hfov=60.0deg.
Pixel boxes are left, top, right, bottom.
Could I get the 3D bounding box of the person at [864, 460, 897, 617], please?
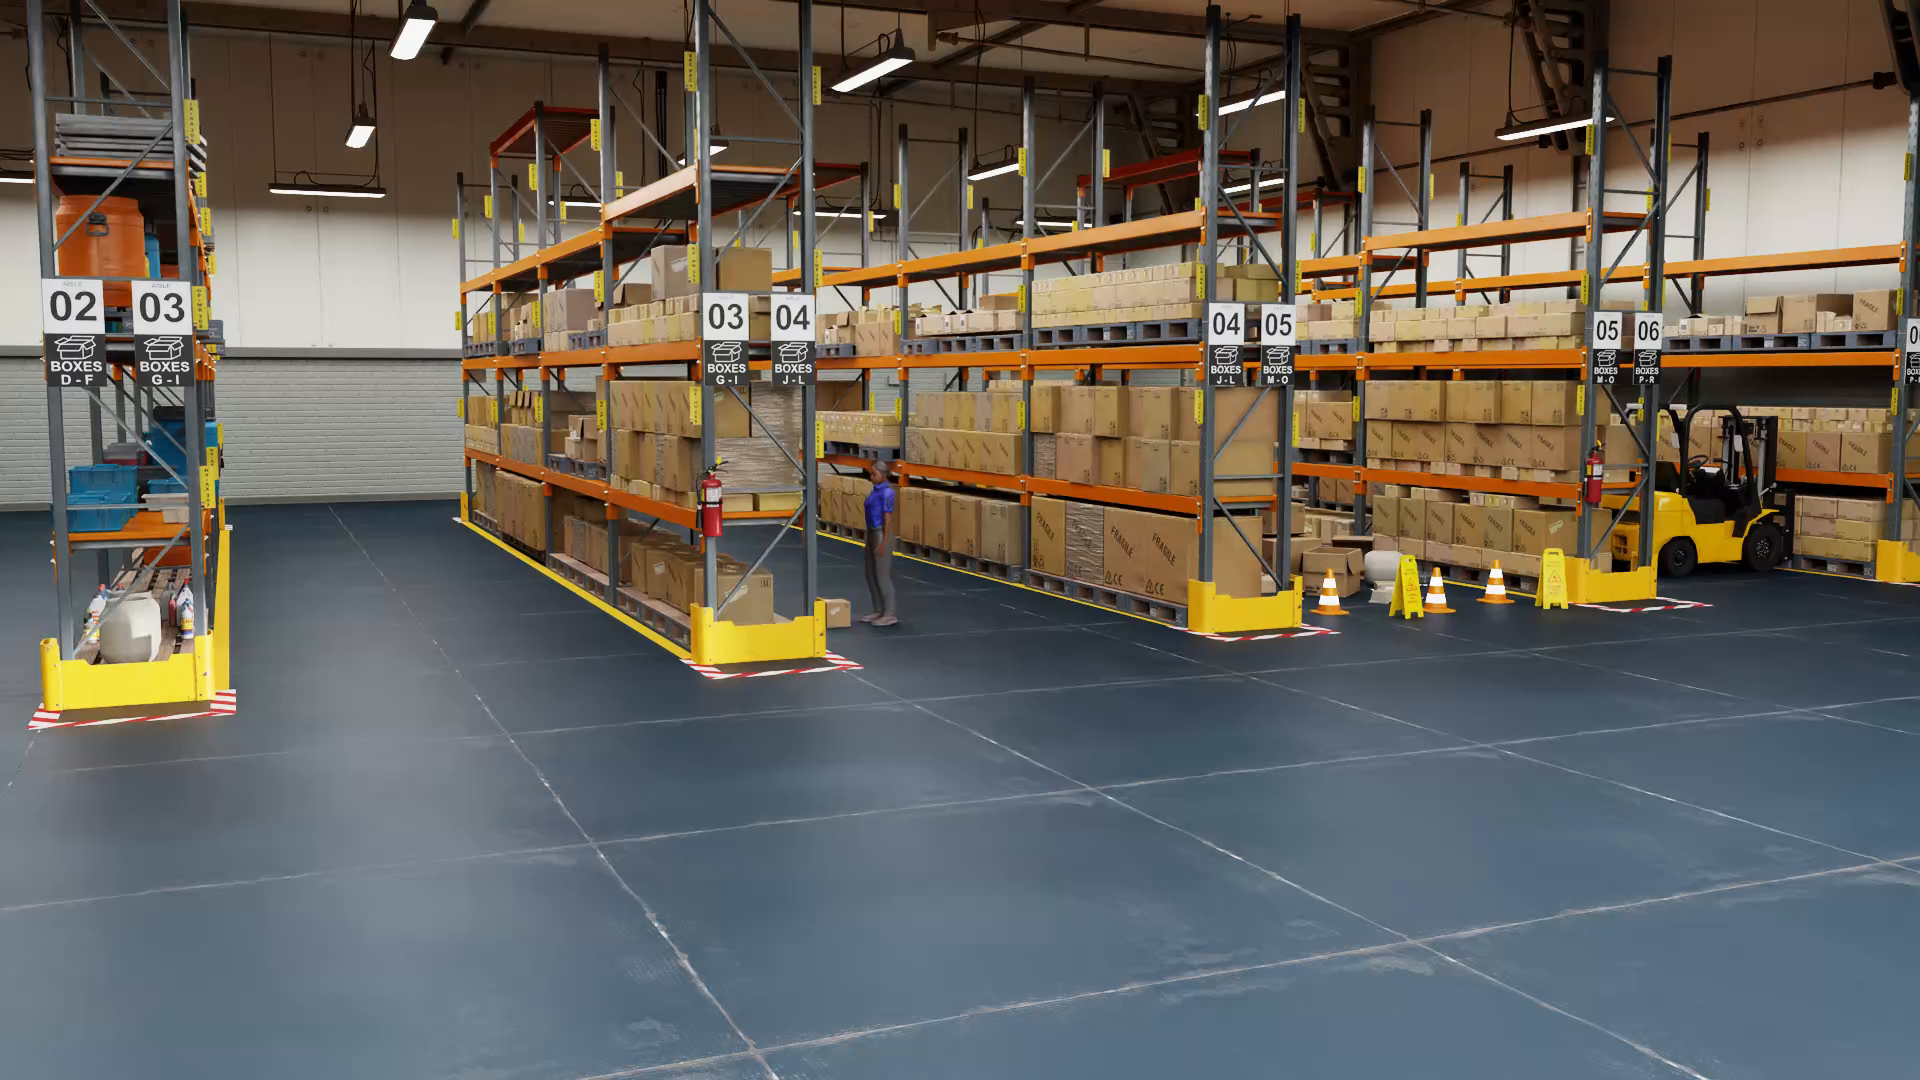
[{"bbox_3d":[-0.808,-0.015,16.824,0.293,1.581,0.437,-2,6,-22],"label":"person"}]
